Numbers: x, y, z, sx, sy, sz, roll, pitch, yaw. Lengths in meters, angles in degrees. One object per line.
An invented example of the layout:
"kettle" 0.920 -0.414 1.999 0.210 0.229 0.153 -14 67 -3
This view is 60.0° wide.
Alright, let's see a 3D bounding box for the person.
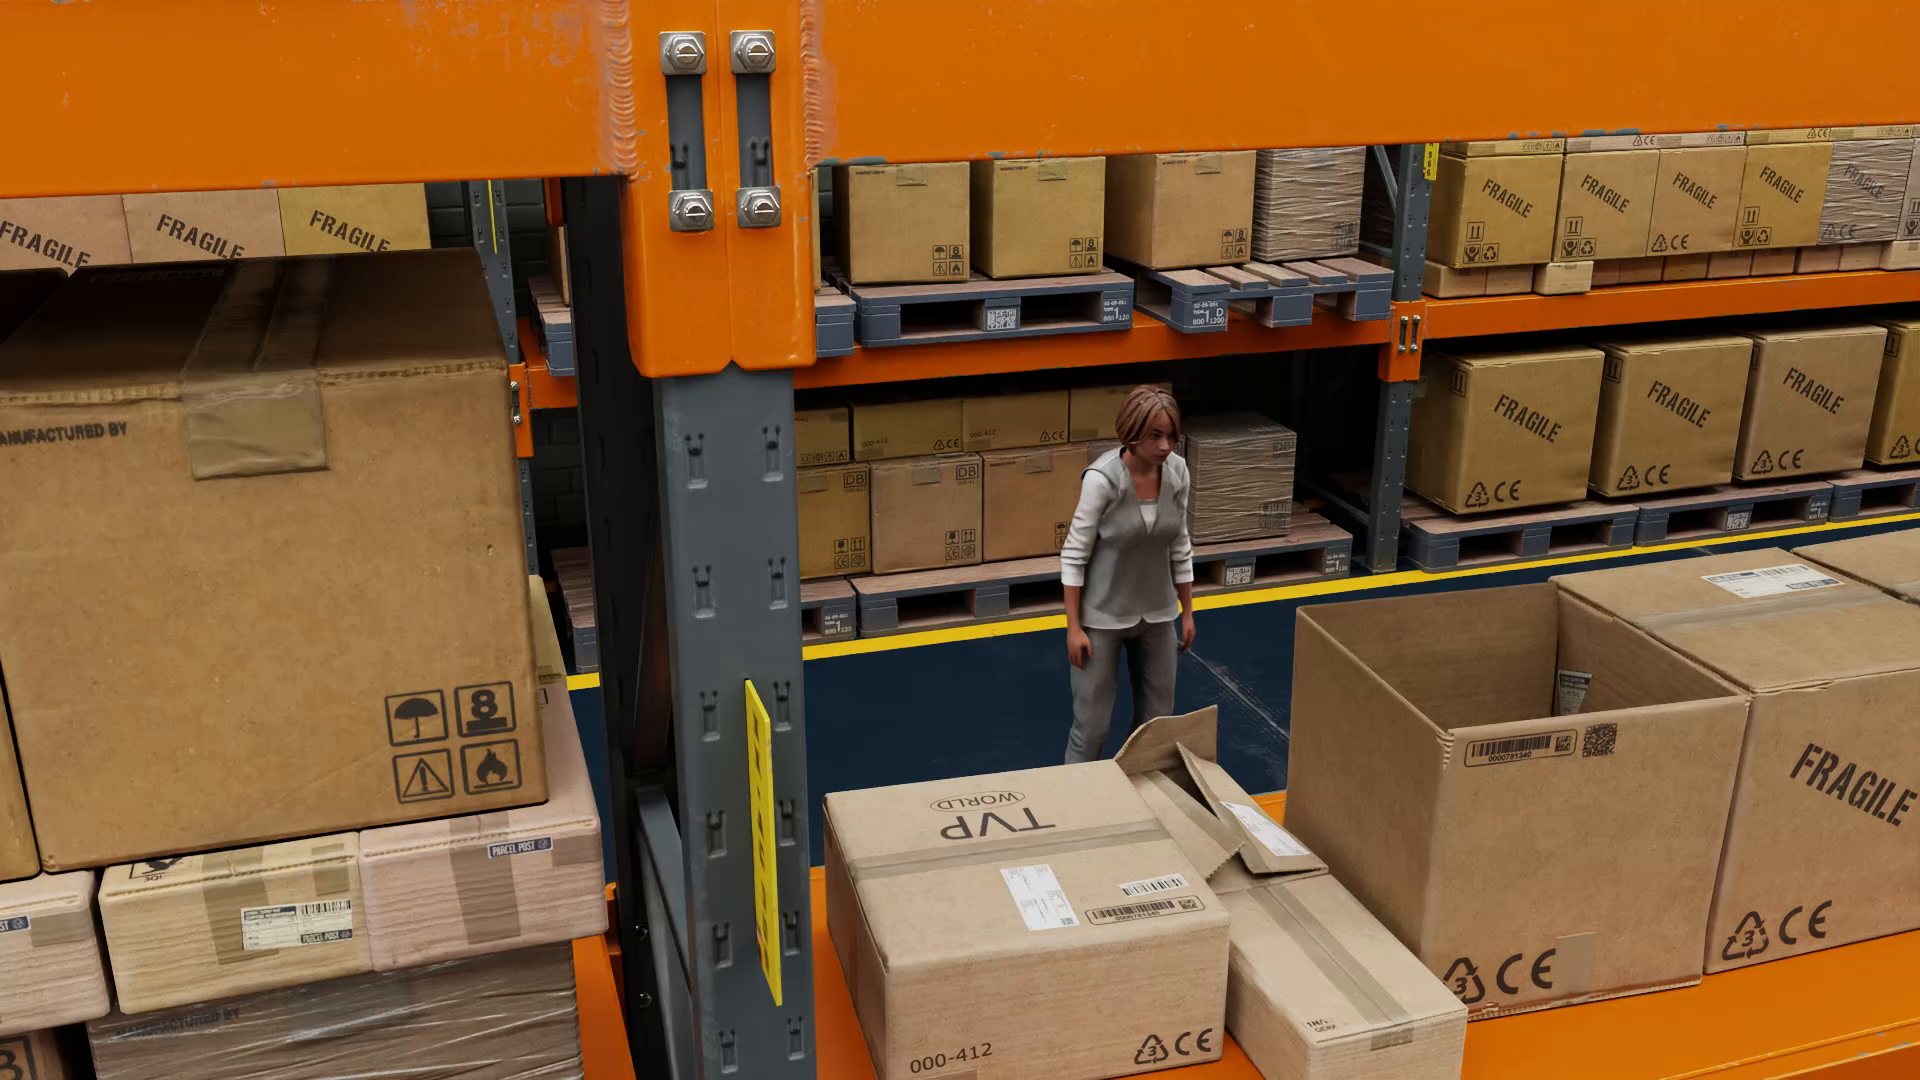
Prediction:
"person" 0.531 0.273 5.316 0.485 1.593 0.343 -8 21 -20
